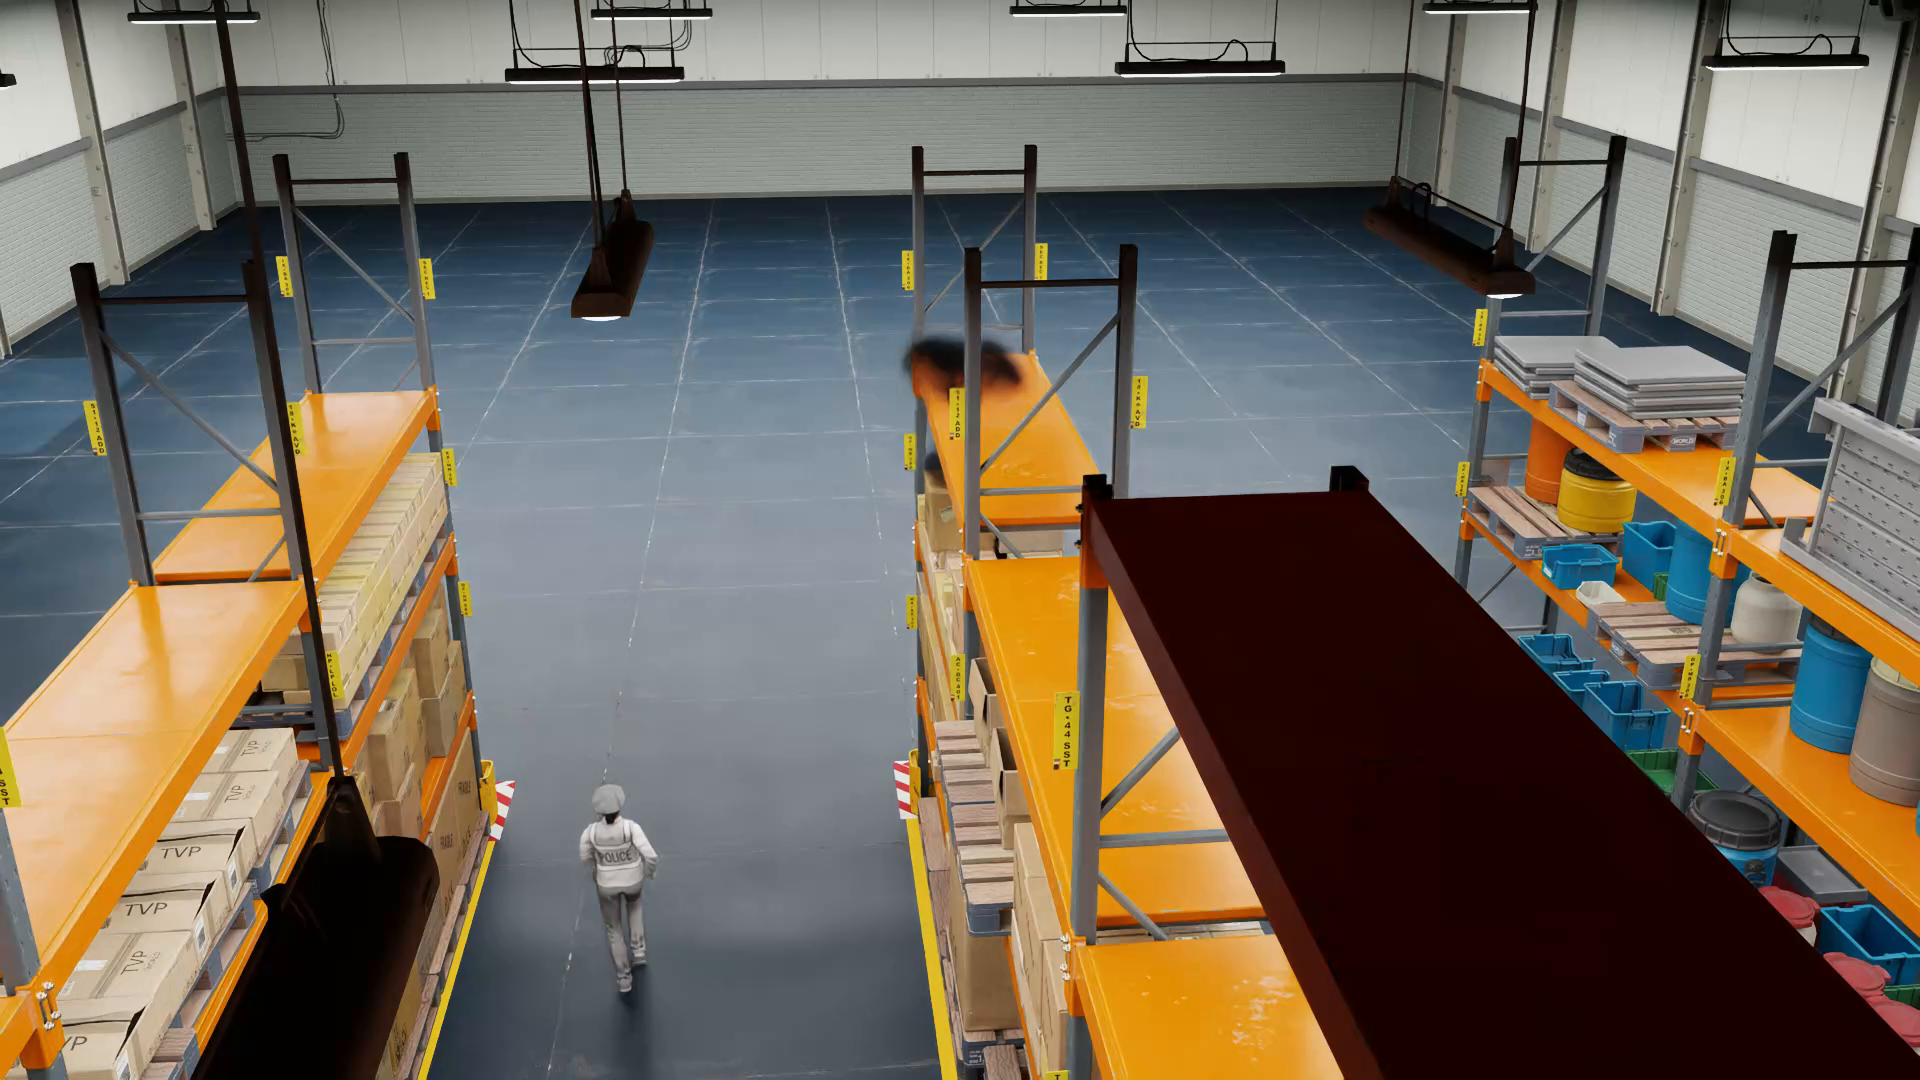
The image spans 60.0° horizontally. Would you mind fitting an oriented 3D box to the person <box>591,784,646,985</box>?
[{"bbox_3d":[-2.611,2.567,12.677,0.377,1.576,0.607,-6,22,-16],"label":"person"}]
